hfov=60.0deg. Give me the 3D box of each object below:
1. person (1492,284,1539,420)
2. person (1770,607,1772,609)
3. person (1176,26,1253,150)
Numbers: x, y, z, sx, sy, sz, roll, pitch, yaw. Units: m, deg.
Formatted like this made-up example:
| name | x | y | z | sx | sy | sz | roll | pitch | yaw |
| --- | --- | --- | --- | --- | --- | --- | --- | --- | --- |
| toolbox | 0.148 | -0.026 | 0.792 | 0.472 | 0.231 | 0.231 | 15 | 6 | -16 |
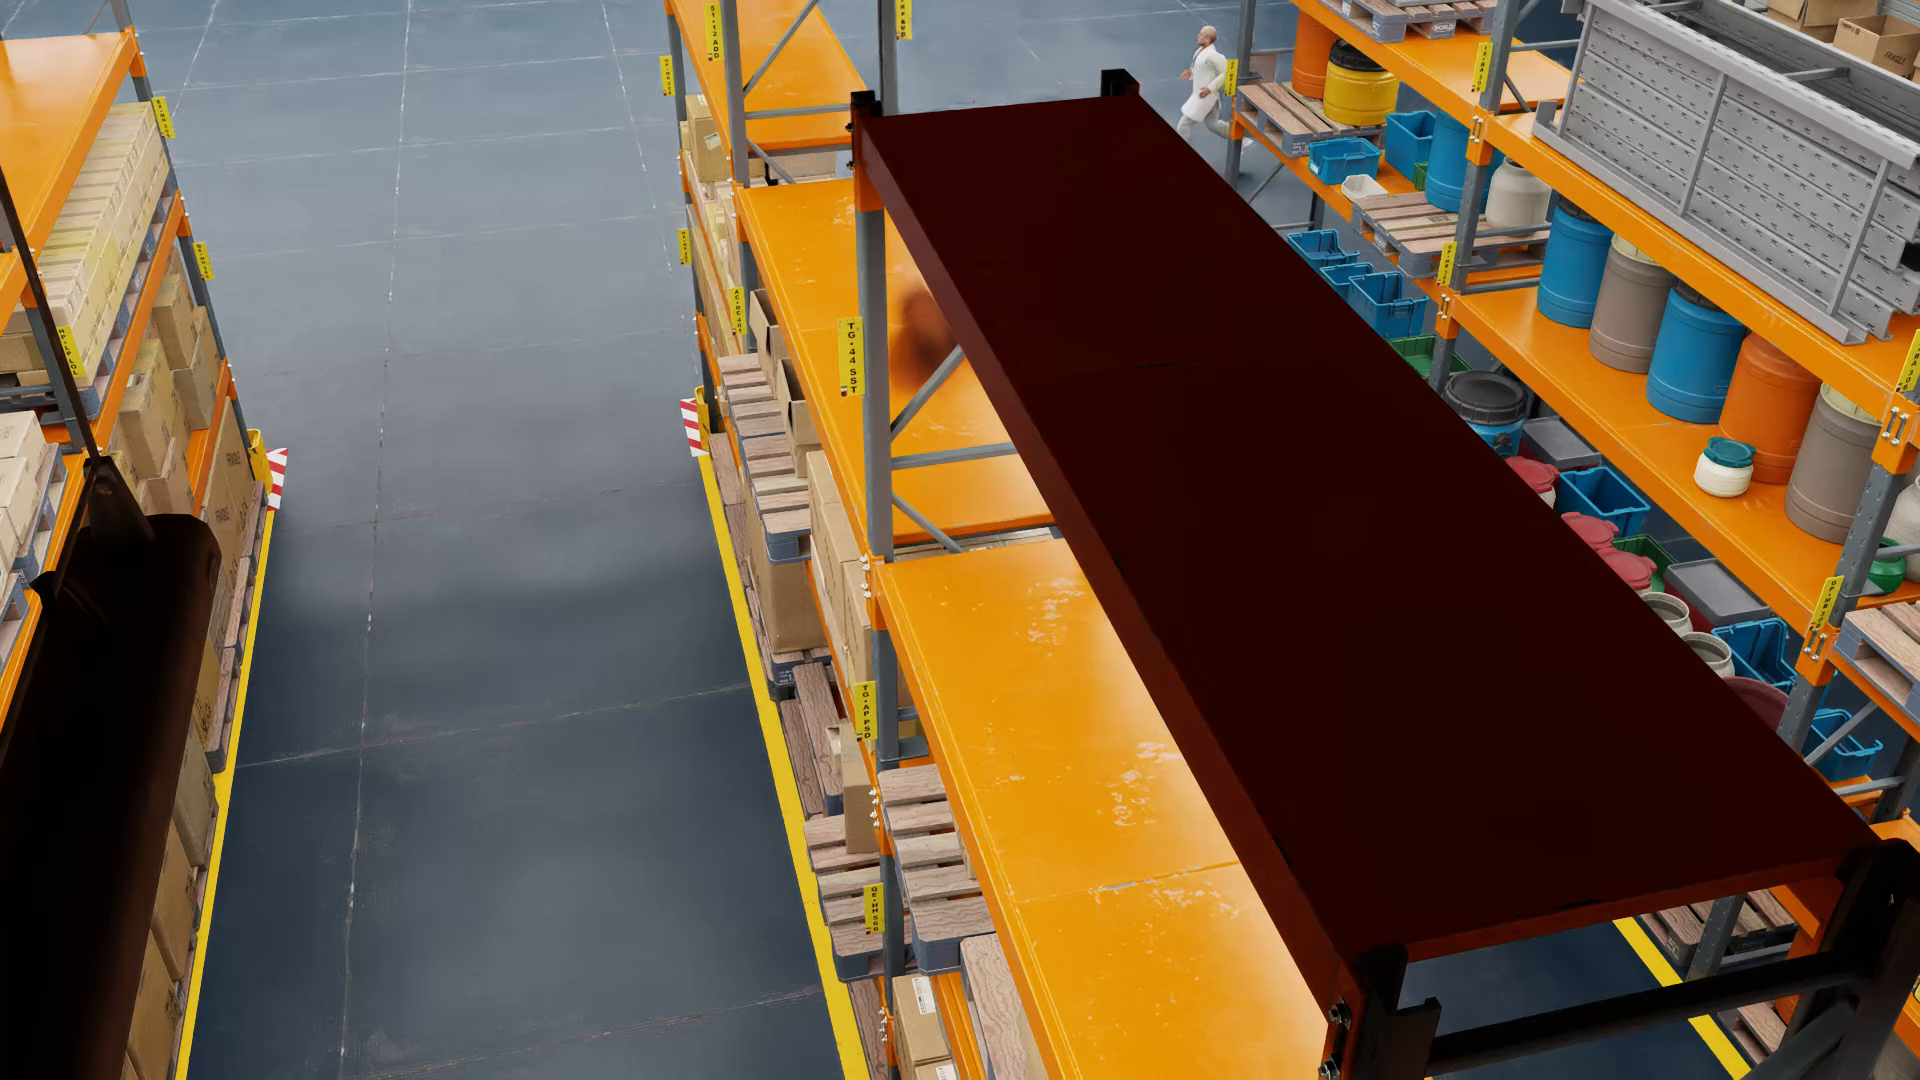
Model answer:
| name | x | y | z | sx | sy | sz | roll | pitch | yaw |
| --- | --- | --- | --- | --- | --- | --- | --- | --- | --- |
| person | 5.111 | -1.585 | 15.030 | 0.583 | 1.553 | 0.594 | -11 | 36 | -15 |
| person | 6.385 | -0.208 | 12.936 | 0.674 | 1.685 | 0.614 | -17 | 38 | -23 |
| person | 3.047 | -5.437 | 20.477 | 1.217 | 1.796 | 0.671 | 6 | 35 | 9 |
